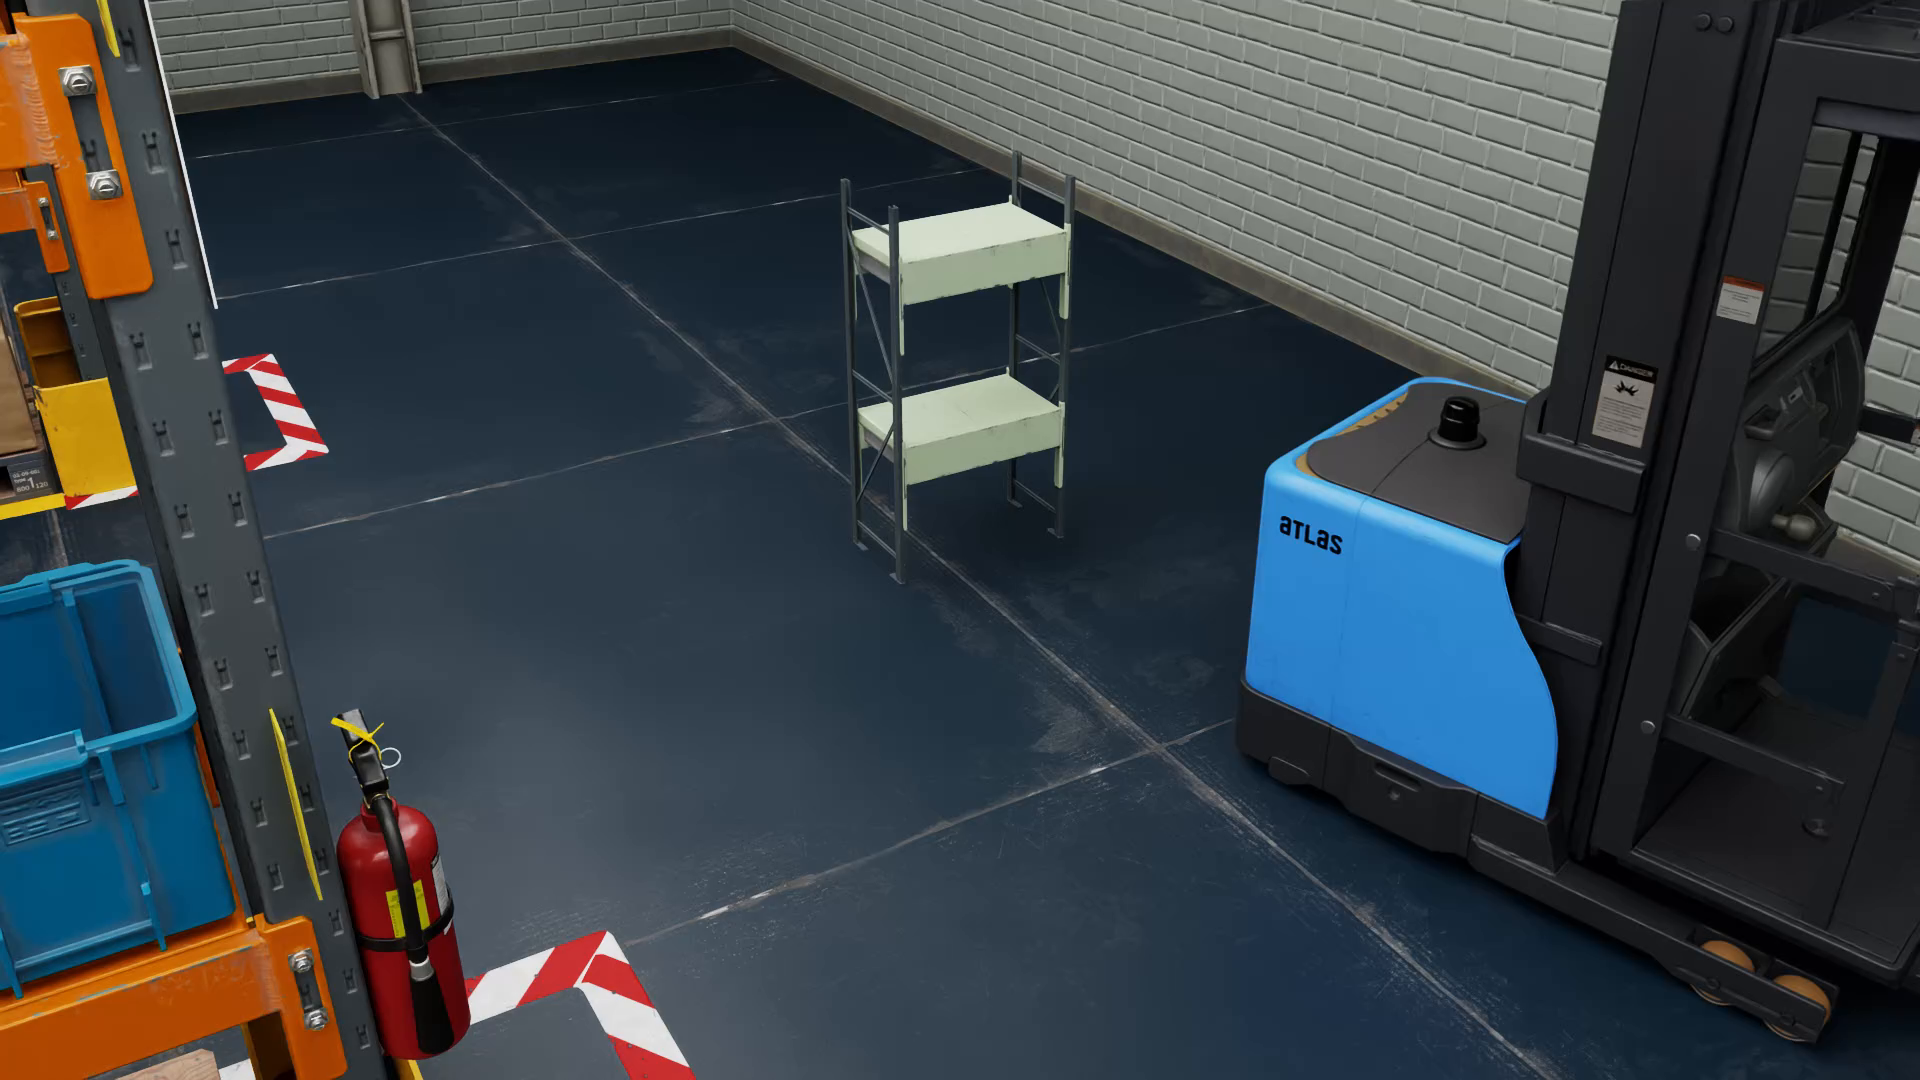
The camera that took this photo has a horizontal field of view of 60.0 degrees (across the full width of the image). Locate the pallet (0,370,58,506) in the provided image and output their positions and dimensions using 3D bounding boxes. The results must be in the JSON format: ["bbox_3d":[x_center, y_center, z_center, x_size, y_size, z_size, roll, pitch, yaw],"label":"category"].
[{"bbox_3d":[-4.627,-0.352,7.169,1.213,0.211,1.003,-16,33,-26],"label":"pallet"}]

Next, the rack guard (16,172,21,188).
[{"bbox_3d":[-6.367,-2.761,11.235,0.348,0.500,1.175,-16,33,-26],"label":"rack guard"}]

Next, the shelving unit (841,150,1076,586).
[{"bbox_3d":[-0.006,-0.655,6.385,0.755,1.500,0.431,-16,33,-26],"label":"shelving unit"}]

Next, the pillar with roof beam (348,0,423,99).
[{"bbox_3d":[-2.317,-5.704,7.772,0.400,9.000,9.100,-16,33,-26],"label":"pillar with roof beam"}]

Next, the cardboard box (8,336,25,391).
[{"bbox_3d":[-4.410,-0.772,7.539,0.250,0.149,0.380,-16,33,-26],"label":"cardboard box"}]

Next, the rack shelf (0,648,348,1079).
[{"bbox_3d":[-3.093,1.082,2.429,4.000,0.370,1.077,-16,33,-26],"label":"rack shelf"}]

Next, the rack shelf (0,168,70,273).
[{"bbox_3d":[-5.599,-0.982,6.170,4.000,0.370,1.077,-16,33,-26],"label":"rack shelf"}]

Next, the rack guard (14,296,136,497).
[{"bbox_3d":[-3.940,-0.674,7.453,0.348,0.500,1.175,-16,33,-26],"label":"rack guard"}]

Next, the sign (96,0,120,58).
[{"bbox_3d":[-1.076,-0.765,2.035,0.005,0.325,0.100,-16,33,-26],"label":"sign"}]

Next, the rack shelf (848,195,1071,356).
[{"bbox_3d":[-0.006,-0.997,6.196,0.720,0.370,0.431,-16,33,-26],"label":"rack shelf"}]

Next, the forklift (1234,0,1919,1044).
[{"bbox_3d":[2.321,-0.256,4.181,3.031,2.935,1.130,24,37,36],"label":"forklift"}]

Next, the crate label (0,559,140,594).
[{"bbox_3d":[-1.748,0.248,3.307,0.303,0.233,0.416,-16,33,-26],"label":"crate label"}]

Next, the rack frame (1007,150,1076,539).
[{"bbox_3d":[0.310,-0.745,6.547,0.023,1.500,0.400,-16,33,-26],"label":"rack frame"}]

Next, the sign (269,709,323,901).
[{"bbox_3d":[-1.076,0.431,2.695,0.005,0.325,0.100,-16,33,-26],"label":"sign"}]

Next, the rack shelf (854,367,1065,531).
[{"bbox_3d":[-0.006,-0.370,6.542,0.720,0.370,0.431,-16,33,-26],"label":"rack shelf"}]

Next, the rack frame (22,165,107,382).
[{"bbox_3d":[-3.875,-1.787,6.883,0.127,3.000,1.000,-16,33,-26],"label":"rack frame"}]

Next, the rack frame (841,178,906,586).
[{"bbox_3d":[-0.321,-0.565,6.222,0.023,1.500,0.400,-16,33,-26],"label":"rack frame"}]

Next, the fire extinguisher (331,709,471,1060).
[{"bbox_3d":[-1.008,0.627,2.975,0.183,0.674,0.296,-16,33,-26],"label":"fire extinguisher"}]

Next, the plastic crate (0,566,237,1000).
[{"bbox_3d":[-1.563,0.396,2.830,0.499,0.435,0.616,-16,33,-26],"label":"plastic crate"}]

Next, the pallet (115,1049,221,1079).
[{"bbox_3d":[-2.099,1.684,3.480,1.213,0.211,1.003,-16,33,-26],"label":"pallet"}]

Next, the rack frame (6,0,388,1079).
[{"bbox_3d":[-1.369,0.278,3.142,0.127,3.000,1.000,-16,33,-26],"label":"rack frame"}]

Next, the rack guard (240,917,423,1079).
[{"bbox_3d":[-1.354,1.361,3.767,0.348,0.500,1.175,-16,33,-26],"label":"rack guard"}]

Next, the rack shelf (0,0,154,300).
[{"bbox_3d":[-3.093,-0.231,1.704,4.000,0.370,1.077,-16,33,-26],"label":"rack shelf"}]

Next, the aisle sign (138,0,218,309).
[{"bbox_3d":[-1.158,-0.756,2.325,0.004,0.787,0.394,-16,33,-26],"label":"aisle sign"}]

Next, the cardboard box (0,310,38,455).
[{"bbox_3d":[-4.219,-0.649,6.954,0.500,0.500,0.500,-16,33,-26],"label":"cardboard box"}]
